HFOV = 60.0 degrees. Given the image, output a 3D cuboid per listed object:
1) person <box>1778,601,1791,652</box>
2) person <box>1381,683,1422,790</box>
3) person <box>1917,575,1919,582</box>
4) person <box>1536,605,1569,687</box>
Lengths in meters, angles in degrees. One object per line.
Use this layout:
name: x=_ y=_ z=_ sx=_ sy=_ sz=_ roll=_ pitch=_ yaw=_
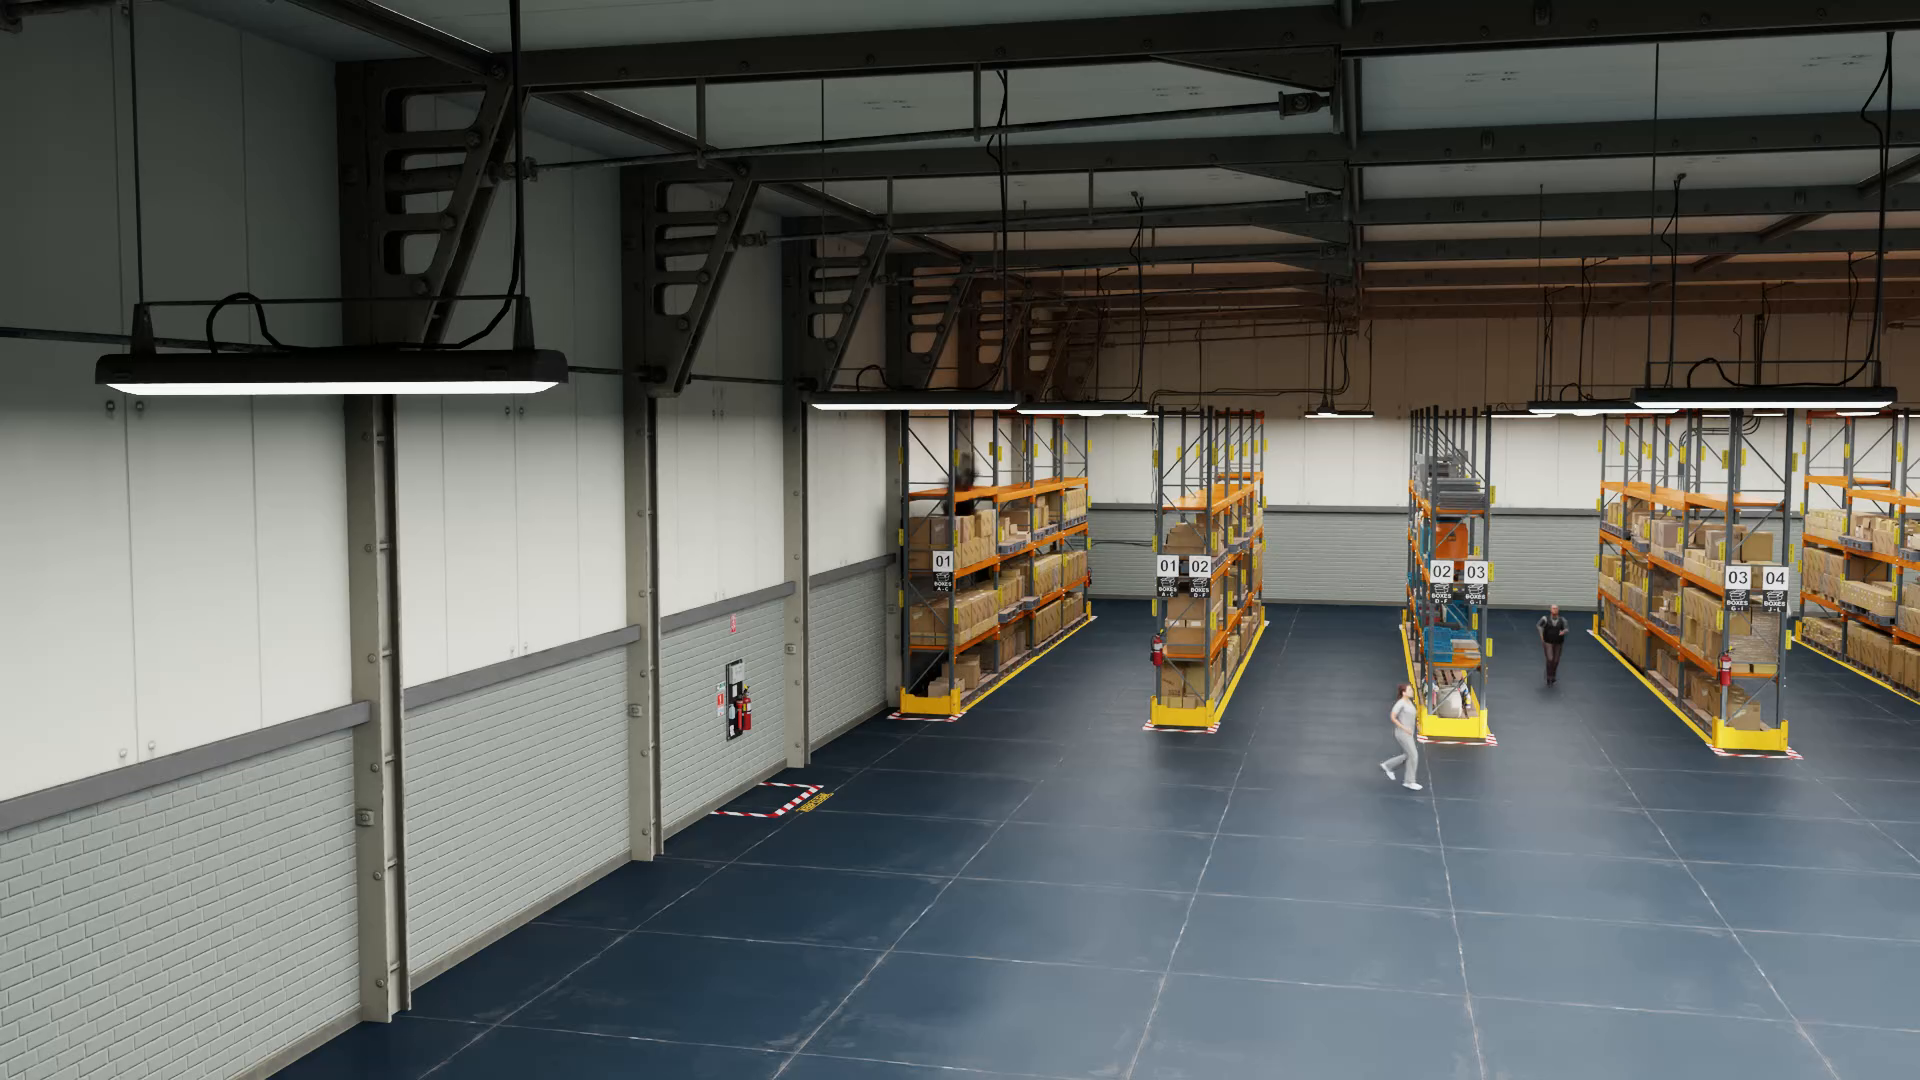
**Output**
person: x=19.460 y=2.009 z=39.707 sx=0.708 sy=1.724 sz=0.670 roll=1 pitch=4 yaw=13
person: x=6.891 y=3.042 z=25.953 sx=0.688 sy=1.651 sz=0.574 roll=3 pitch=5 yaw=35
person: x=25.223 y=1.728 z=43.621 sx=0.667 sy=1.735 sz=0.685 roll=1 pitch=4 yaw=8
person: x=12.869 y=2.289 z=36.082 sx=0.648 sy=1.784 sz=0.700 roll=0 pitch=4 yaw=6
